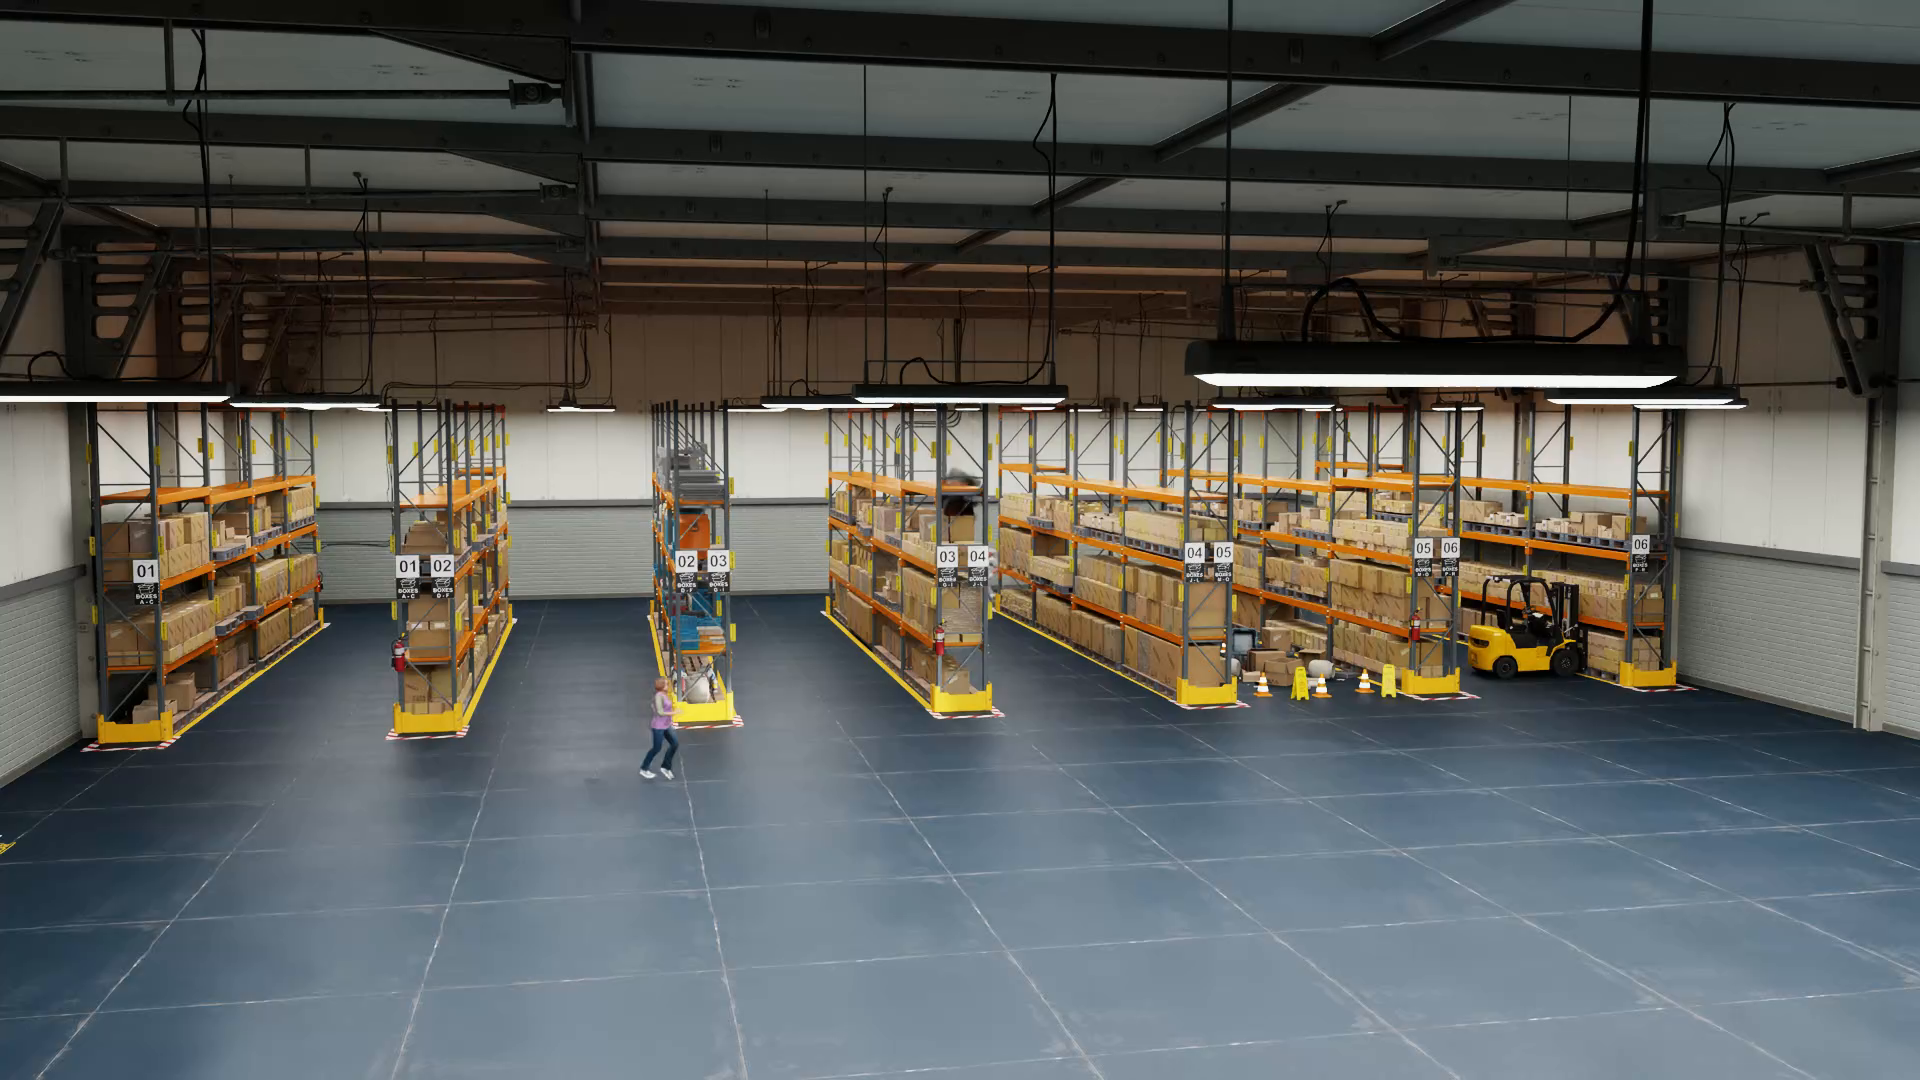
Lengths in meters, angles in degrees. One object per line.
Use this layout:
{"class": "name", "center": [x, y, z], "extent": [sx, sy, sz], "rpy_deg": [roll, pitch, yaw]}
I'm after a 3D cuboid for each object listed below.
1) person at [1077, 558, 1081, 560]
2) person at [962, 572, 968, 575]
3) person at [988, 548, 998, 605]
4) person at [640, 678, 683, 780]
{"class": "person", "center": [3.334, 1.316, 47.420], "extent": [0.556, 1.635, 0.616], "rpy_deg": [-1, 4, -12]}
{"class": "person", "center": [0.043, 1.329, 47.433], "extent": [0.626, 1.623, 0.837], "rpy_deg": [0, 4, 3]}
{"class": "person", "center": [0.832, 1.116, 49.551], "extent": [0.644, 1.781, 0.732], "rpy_deg": [-1, 4, -8]}
{"class": "person", "center": [-4.662, 2.967, 26.004], "extent": [0.708, 1.649, 0.530], "rpy_deg": [1, 4, 9]}
